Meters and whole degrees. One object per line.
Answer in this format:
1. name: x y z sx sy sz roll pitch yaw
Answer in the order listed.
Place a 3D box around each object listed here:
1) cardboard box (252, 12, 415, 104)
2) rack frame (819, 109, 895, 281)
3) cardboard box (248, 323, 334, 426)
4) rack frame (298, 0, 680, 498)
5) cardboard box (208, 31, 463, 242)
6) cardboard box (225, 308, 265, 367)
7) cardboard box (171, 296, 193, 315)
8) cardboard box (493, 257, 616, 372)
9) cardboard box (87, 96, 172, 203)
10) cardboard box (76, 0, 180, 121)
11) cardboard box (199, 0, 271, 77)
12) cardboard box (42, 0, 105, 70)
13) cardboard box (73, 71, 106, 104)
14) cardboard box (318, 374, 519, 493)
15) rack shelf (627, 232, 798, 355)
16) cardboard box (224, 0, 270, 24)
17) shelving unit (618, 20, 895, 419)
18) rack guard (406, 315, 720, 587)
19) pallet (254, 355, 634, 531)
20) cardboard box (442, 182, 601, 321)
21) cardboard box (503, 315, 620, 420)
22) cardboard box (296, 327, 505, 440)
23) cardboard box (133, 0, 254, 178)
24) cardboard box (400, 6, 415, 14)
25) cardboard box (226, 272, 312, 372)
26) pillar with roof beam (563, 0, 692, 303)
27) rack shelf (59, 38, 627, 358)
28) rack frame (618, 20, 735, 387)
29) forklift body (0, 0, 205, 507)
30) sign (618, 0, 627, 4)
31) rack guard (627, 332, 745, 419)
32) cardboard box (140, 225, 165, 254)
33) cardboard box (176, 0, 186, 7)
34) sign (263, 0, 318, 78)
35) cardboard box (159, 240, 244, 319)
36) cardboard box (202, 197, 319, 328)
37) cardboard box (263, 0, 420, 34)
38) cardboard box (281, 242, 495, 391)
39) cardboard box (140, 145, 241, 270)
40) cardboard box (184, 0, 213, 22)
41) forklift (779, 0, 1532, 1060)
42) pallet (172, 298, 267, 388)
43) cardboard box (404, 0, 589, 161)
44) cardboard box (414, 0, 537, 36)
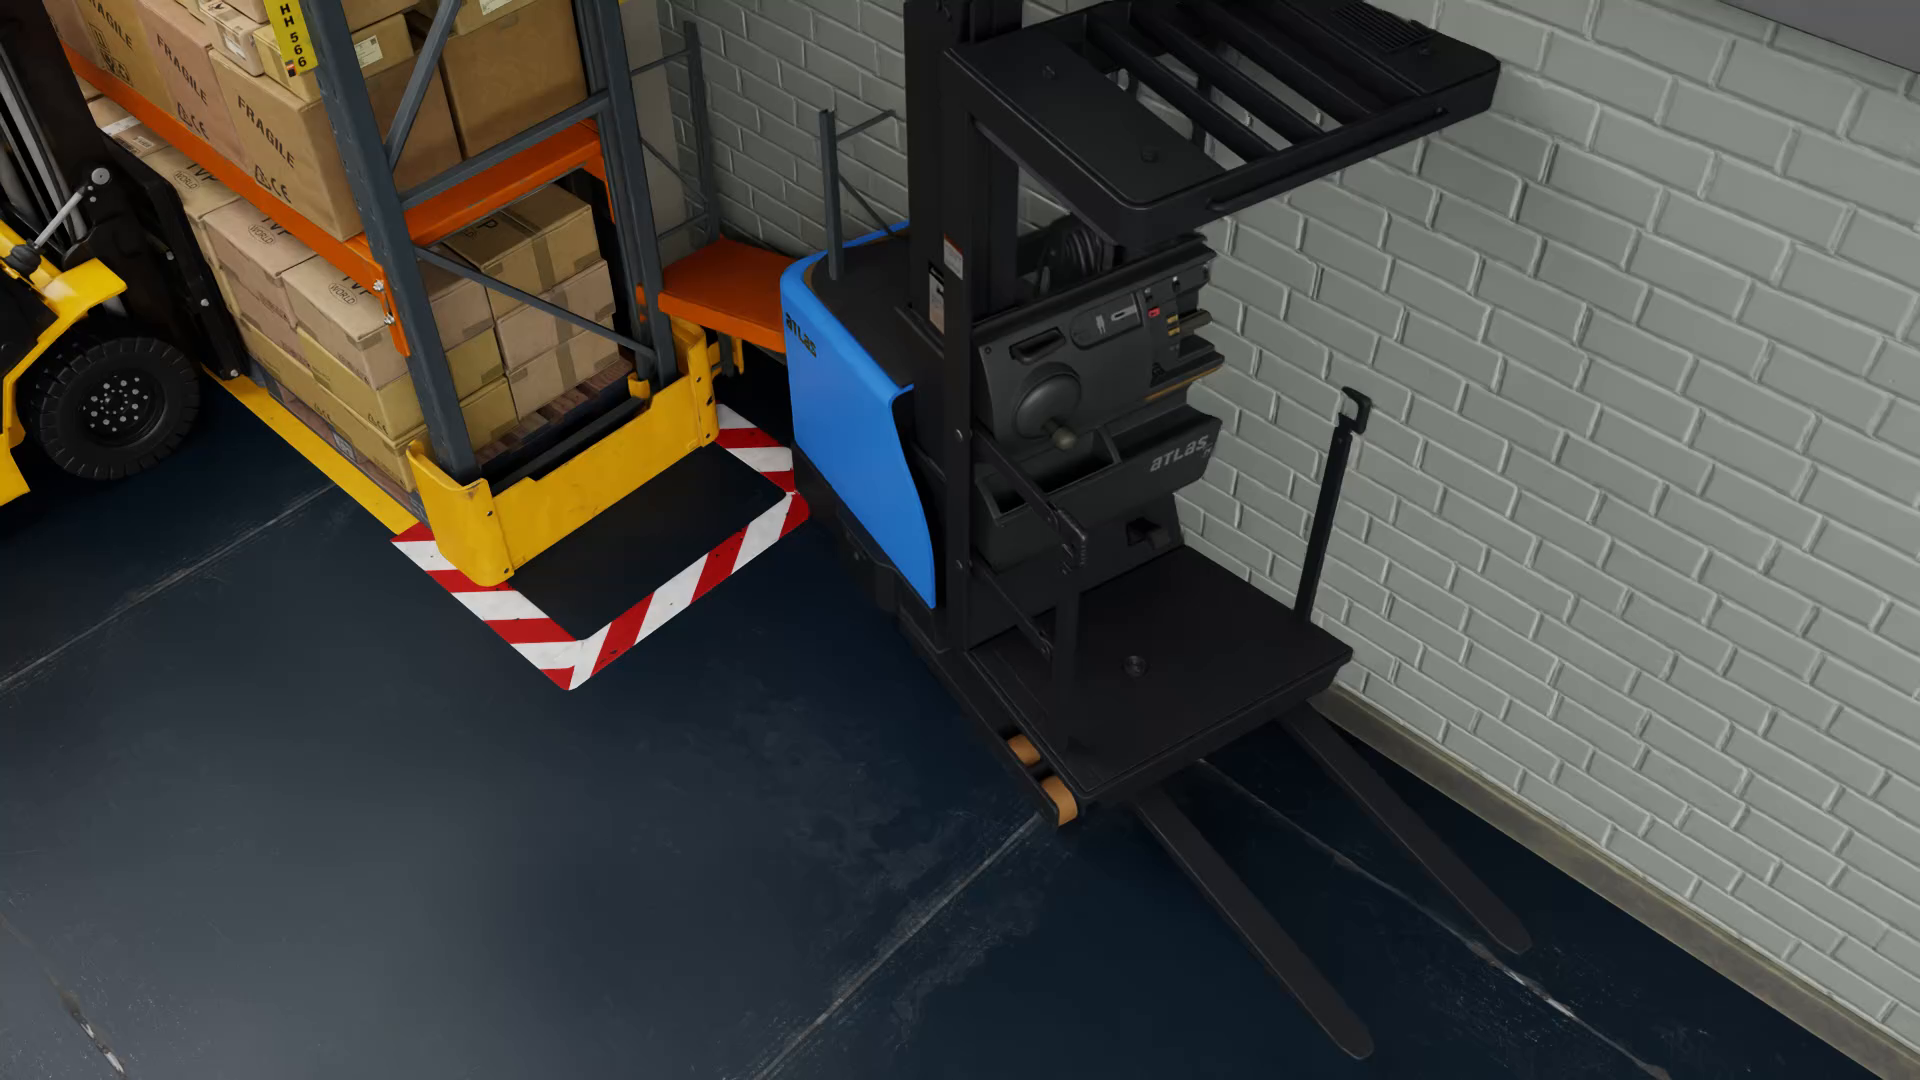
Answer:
1. cardboard box: -1.920 -1.523 5.109 0.250 0.149 0.380 35 56 28
2. rack frame: -0.278 -0.846 5.845 0.032 1.500 0.500 21 40 29
3. cardboard box: -2.394 -0.762 6.506 0.500 0.250 0.500 34 55 28
4. rack frame: -1.476 -1.245 5.362 0.127 3.000 1.000 34 55 28
5. cardboard box: -2.015 -1.382 5.422 0.500 0.500 0.500 33 55 27
6. cardboard box: -2.756 -1.014 6.743 0.500 0.250 0.500 35 56 28
7. cardboard box: -3.153 -1.259 6.972 0.500 0.250 0.500 36 56 29
8. cardboard box: -1.680 -0.963 6.351 0.500 0.250 0.500 35 56 28
9. cardboard box: -3.150 -1.599 6.606 0.500 0.250 0.500 33 55 27
10. cardboard box: -2.767 -1.897 5.905 0.500 0.500 0.500 33 55 27
11. cardboard box: -2.128 -1.633 5.212 0.250 0.149 0.380 35 56 28
12. cardboard box: -3.144 -2.139 6.133 0.500 0.500 0.500 34 56 28
13. cardboard box: -3.530 -1.862 6.853 0.500 0.250 0.500 36 56 29
14. cardboard box: -2.035 -0.511 6.270 0.500 0.250 0.500 34 56 28
15. rack shelf: -0.688 -0.859 6.195 1.000 0.185 0.538 21 40 29
16. cardboard box: -2.084 -1.773 5.139 0.250 0.149 0.380 34 55 28
17. shelving unit: -0.699 -1.010 6.097 1.083 1.500 0.587 21 40 29
18. rack guard: -1.458 -0.378 6.262 0.348 0.500 1.175 34 55 28
19. pallet: -2.066 -0.646 6.712 1.213 0.211 1.003 34 55 28
20. cardboard box: -1.700 -1.129 6.165 0.500 0.250 0.500 33 55 27
21. cardboard box: -1.704 -0.795 6.537 0.500 0.250 0.500 34 56 28
22. cardboard box: -2.045 -0.692 6.097 0.500 0.250 0.500 33 55 27
23. cardboard box: -2.390 -1.644 5.667 0.500 0.500 0.500 36 56 29
24. cardboard box: -1.774 -1.896 5.459 0.250 0.149 0.380 34 55 28
25. cardboard box: -2.407 -0.946 6.336 0.500 0.250 0.500 33 55 27
26. pillar with roof beam: -4.296 -1.820 1.786 0.400 9.000 9.100 34 55 28
27. rack shelf: -2.945 -1.988 6.552 4.000 0.370 1.077 34 55 28
28. rack frame: -1.105 -1.168 6.341 0.032 1.500 0.500 21 40 29
29. forklift body: -4.106 -0.915 5.634 1.214 2.155 2.313 34 55 28
30. sign: -1.095 -1.863 5.294 0.005 0.325 0.100 34 55 28
31. rack guard: -1.093 -0.652 6.693 0.087 0.250 0.587 21 40 29
32. cardboard box: -3.165 -1.439 6.799 0.500 0.250 0.500 34 55 28
33. cardboard box: -2.452 -1.923 5.484 0.250 0.149 0.380 34 55 27
34. sign: -1.854 -1.439 4.587 0.005 0.325 0.100 34 55 28
35. cardboard box: -2.800 -1.190 6.565 0.500 0.250 0.500 33 55 27
36. cardboard box: -2.405 -1.100 6.137 0.500 0.250 0.500 35 56 28
37. cardboard box: -1.882 -1.667 5.040 0.250 0.149 0.380 34 55 28
38. cardboard box: -2.026 -0.851 5.903 0.500 0.250 0.500 36 56 29
39. cardboard box: -2.782 -1.344 6.367 0.500 0.250 0.500 35 56 28
40. cardboard box: -2.278 -1.794 5.364 0.250 0.149 0.380 35 56 28
41. forklift: 0.578 -0.476 4.686 1.130 2.935 3.031 -25 52 -21
42. pallet: -2.958 -1.250 7.278 1.213 0.211 1.003 34 55 28
43. cardboard box: -1.651 -1.673 5.695 0.500 0.500 0.500 36 56 29
44. cardboard box: -1.549 -1.808 5.377 0.250 0.149 0.380 33 55 27
